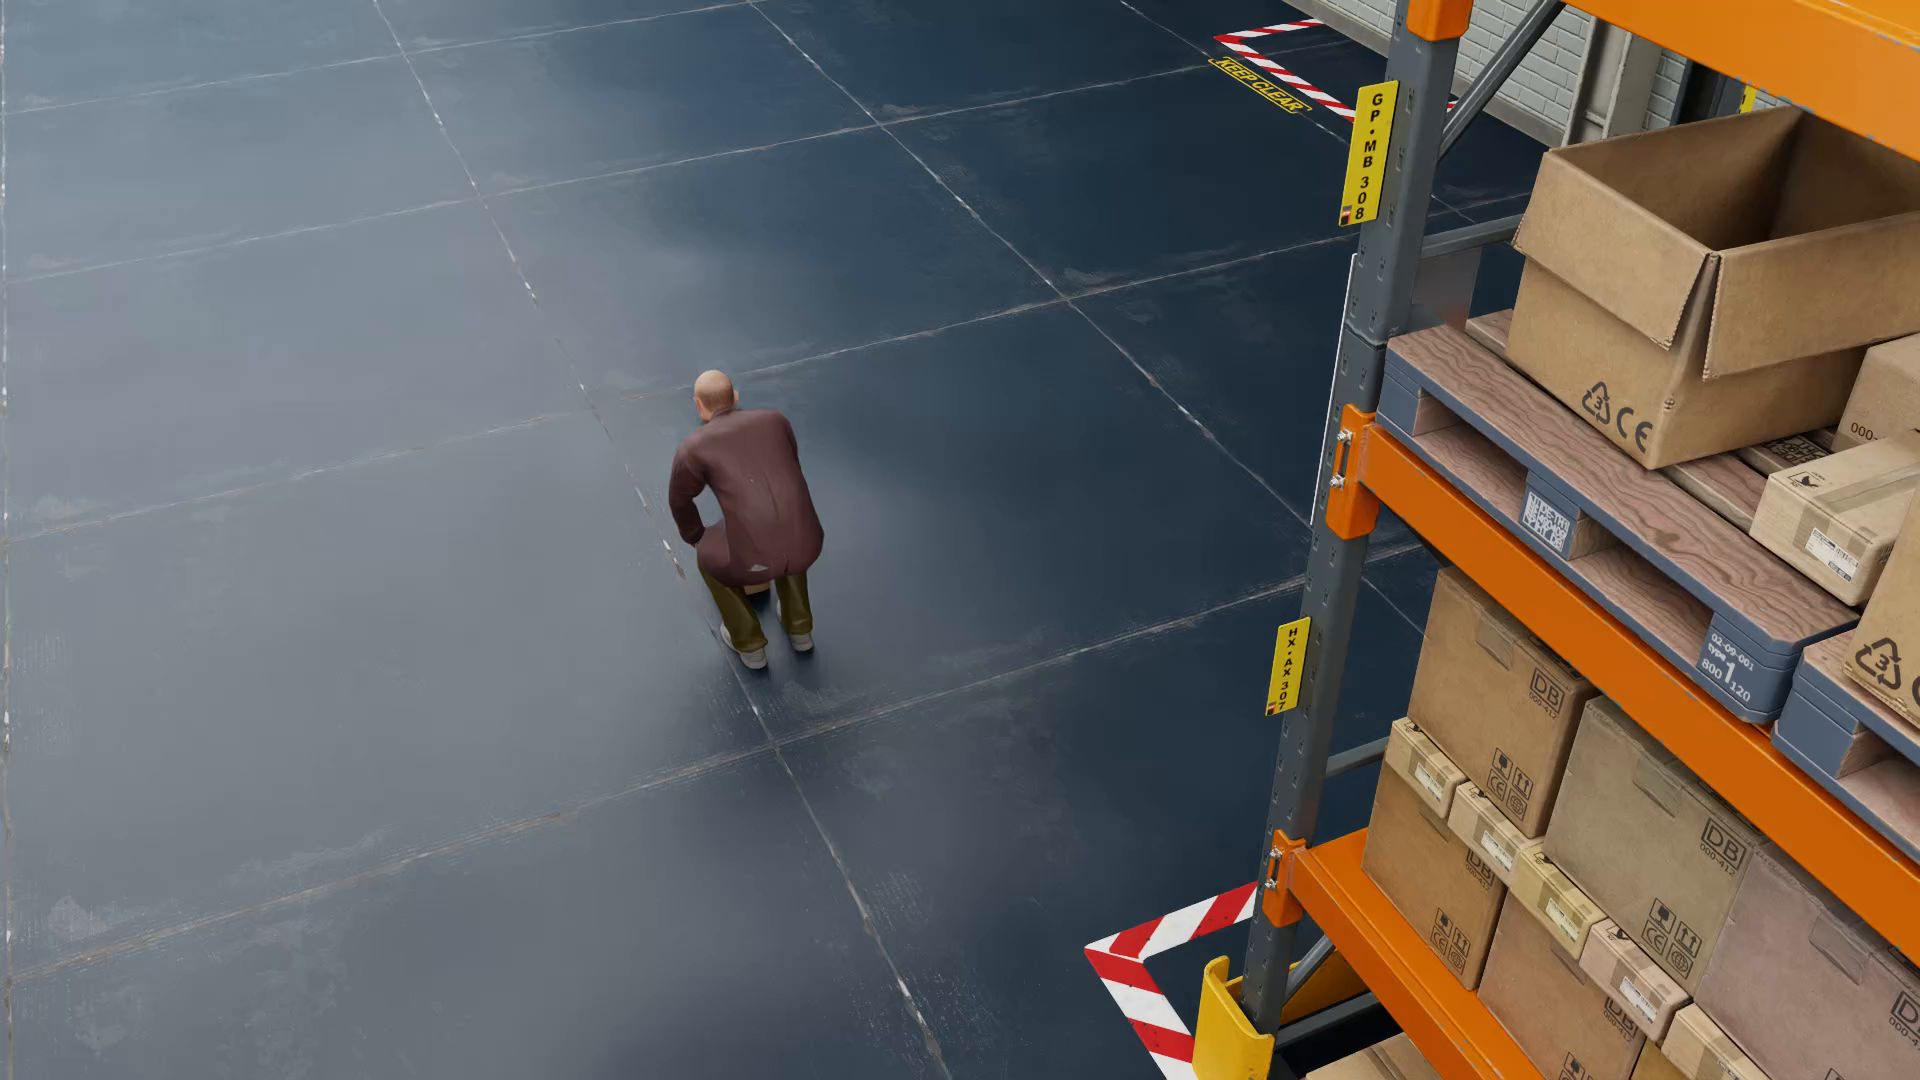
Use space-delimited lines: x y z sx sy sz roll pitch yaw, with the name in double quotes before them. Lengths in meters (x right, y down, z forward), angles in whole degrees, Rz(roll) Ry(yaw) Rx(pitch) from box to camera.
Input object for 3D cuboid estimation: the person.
"person" -0.934 -0.057 7.384 0.630 1.256 0.793 -16 40 -20
